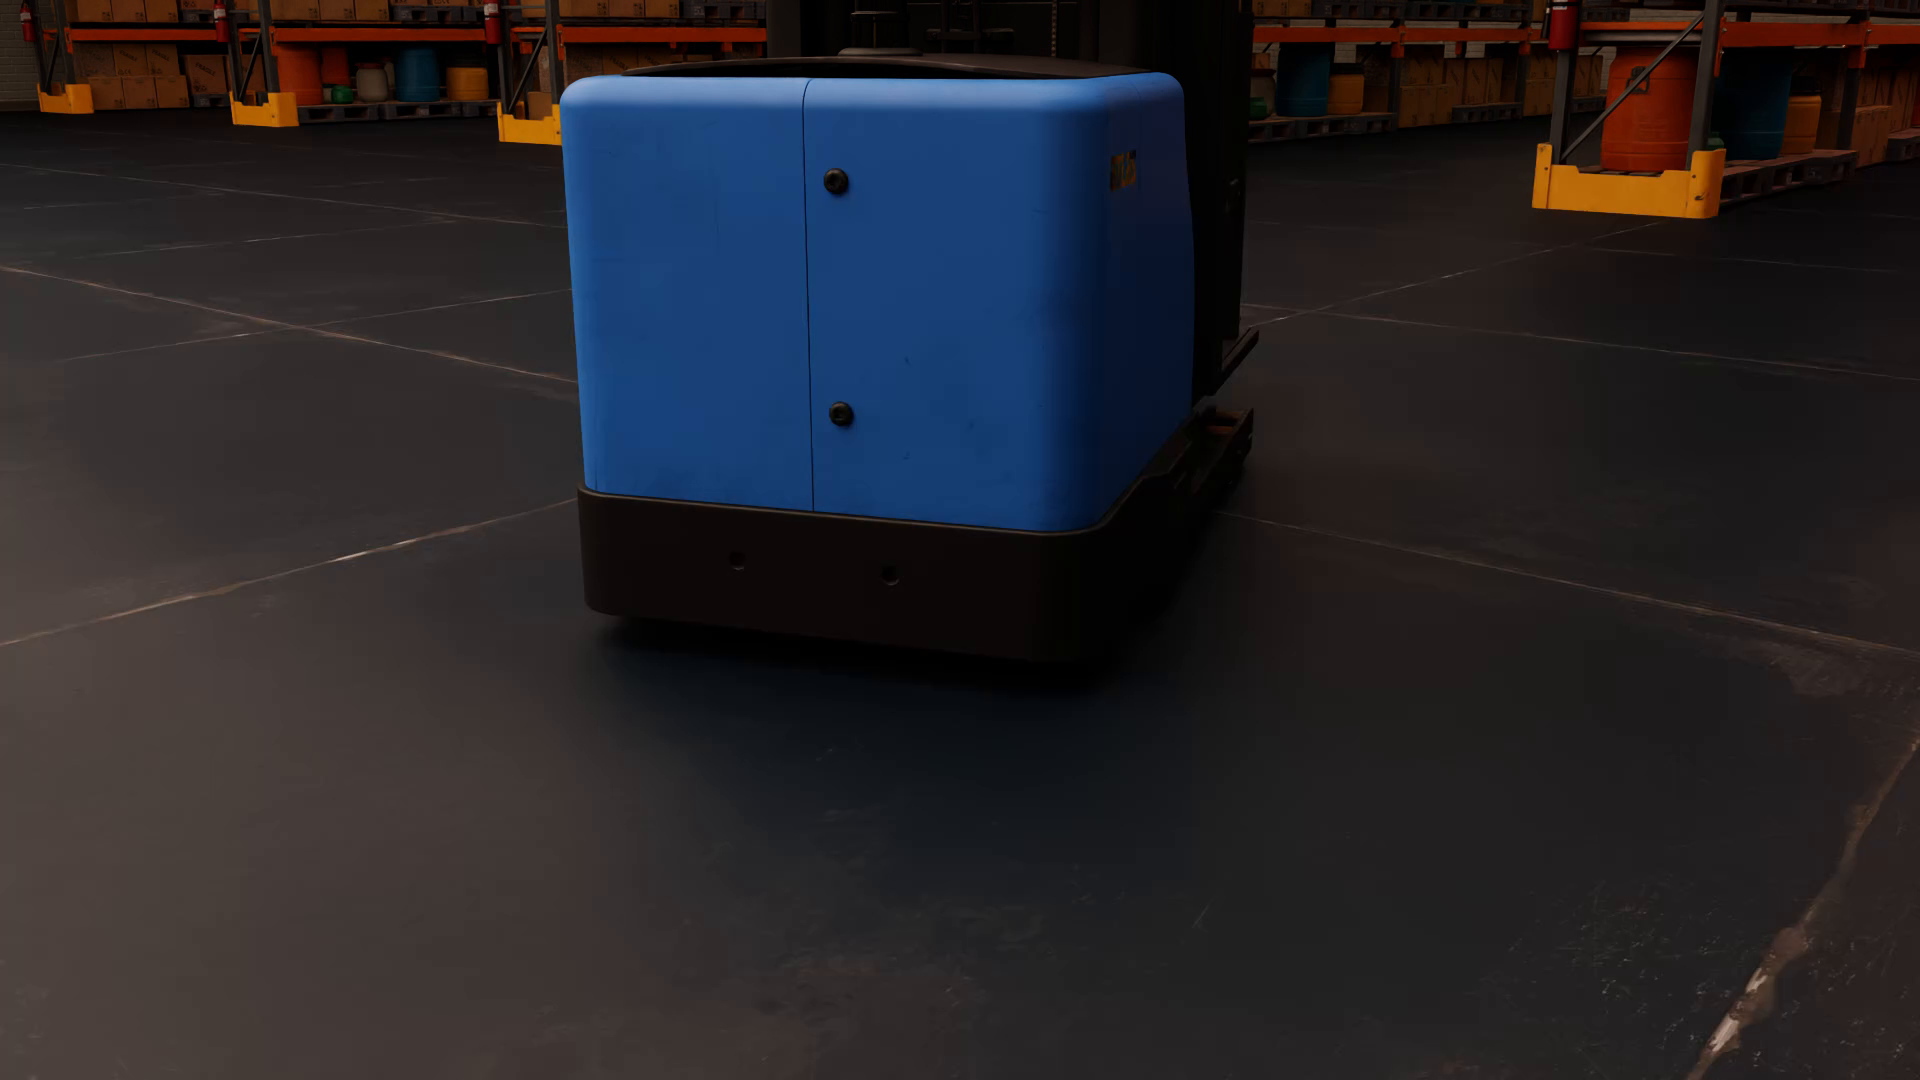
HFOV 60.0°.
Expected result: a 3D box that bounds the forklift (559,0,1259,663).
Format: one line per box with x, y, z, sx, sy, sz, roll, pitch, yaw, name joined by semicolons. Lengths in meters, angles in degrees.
0.182;-1.571;4.072;1.130;2.935;3.031;5;18;17;forklift
